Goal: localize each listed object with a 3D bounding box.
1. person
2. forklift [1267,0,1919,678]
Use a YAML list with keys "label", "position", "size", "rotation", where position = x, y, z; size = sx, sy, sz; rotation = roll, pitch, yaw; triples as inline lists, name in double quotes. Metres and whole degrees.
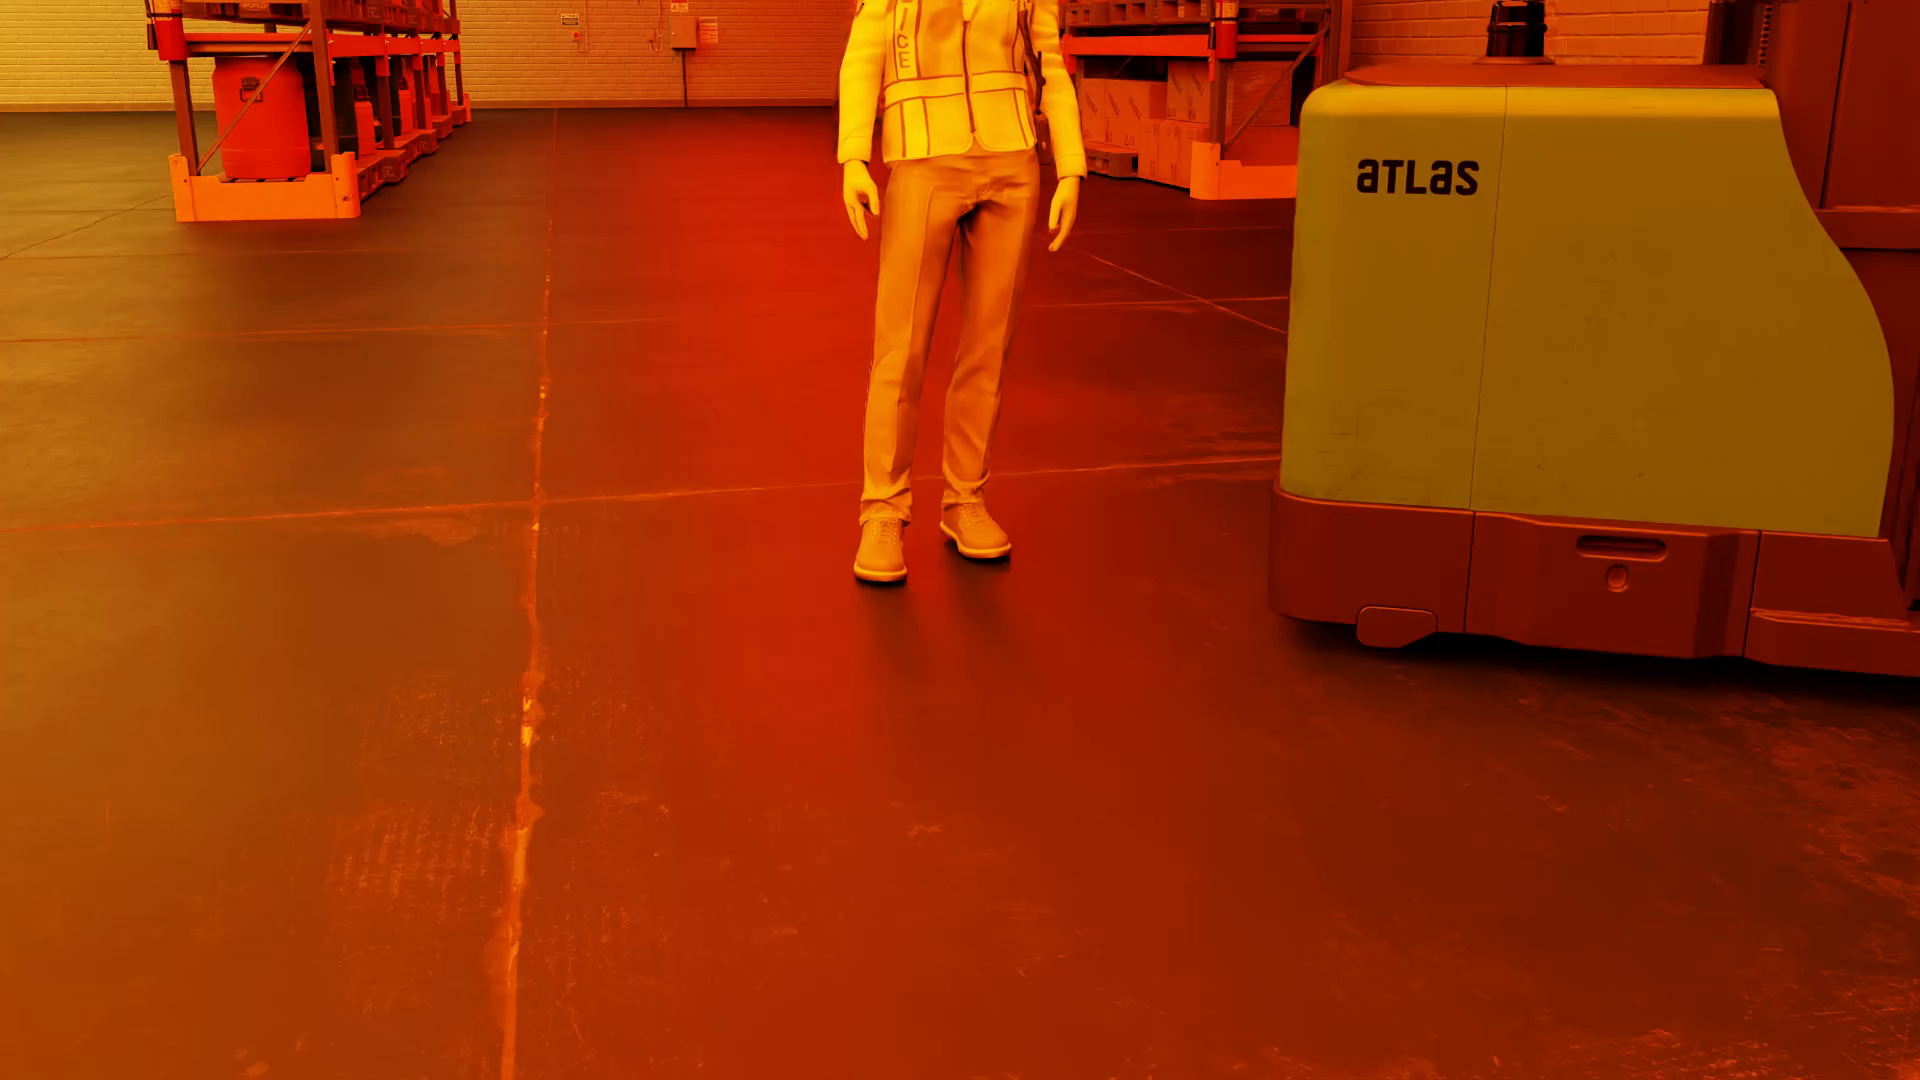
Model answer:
- label: "person"
  position: [0.007, -0.796, 3.702]
  size: [0.582, 1.692, 0.519]
  rotation: [-4, 17, -13]
- label: "forklift"
  position: [2.190, -1.216, 2.962]
  size: [3.031, 2.935, 1.130]
  rotation: [4, 17, 15]
